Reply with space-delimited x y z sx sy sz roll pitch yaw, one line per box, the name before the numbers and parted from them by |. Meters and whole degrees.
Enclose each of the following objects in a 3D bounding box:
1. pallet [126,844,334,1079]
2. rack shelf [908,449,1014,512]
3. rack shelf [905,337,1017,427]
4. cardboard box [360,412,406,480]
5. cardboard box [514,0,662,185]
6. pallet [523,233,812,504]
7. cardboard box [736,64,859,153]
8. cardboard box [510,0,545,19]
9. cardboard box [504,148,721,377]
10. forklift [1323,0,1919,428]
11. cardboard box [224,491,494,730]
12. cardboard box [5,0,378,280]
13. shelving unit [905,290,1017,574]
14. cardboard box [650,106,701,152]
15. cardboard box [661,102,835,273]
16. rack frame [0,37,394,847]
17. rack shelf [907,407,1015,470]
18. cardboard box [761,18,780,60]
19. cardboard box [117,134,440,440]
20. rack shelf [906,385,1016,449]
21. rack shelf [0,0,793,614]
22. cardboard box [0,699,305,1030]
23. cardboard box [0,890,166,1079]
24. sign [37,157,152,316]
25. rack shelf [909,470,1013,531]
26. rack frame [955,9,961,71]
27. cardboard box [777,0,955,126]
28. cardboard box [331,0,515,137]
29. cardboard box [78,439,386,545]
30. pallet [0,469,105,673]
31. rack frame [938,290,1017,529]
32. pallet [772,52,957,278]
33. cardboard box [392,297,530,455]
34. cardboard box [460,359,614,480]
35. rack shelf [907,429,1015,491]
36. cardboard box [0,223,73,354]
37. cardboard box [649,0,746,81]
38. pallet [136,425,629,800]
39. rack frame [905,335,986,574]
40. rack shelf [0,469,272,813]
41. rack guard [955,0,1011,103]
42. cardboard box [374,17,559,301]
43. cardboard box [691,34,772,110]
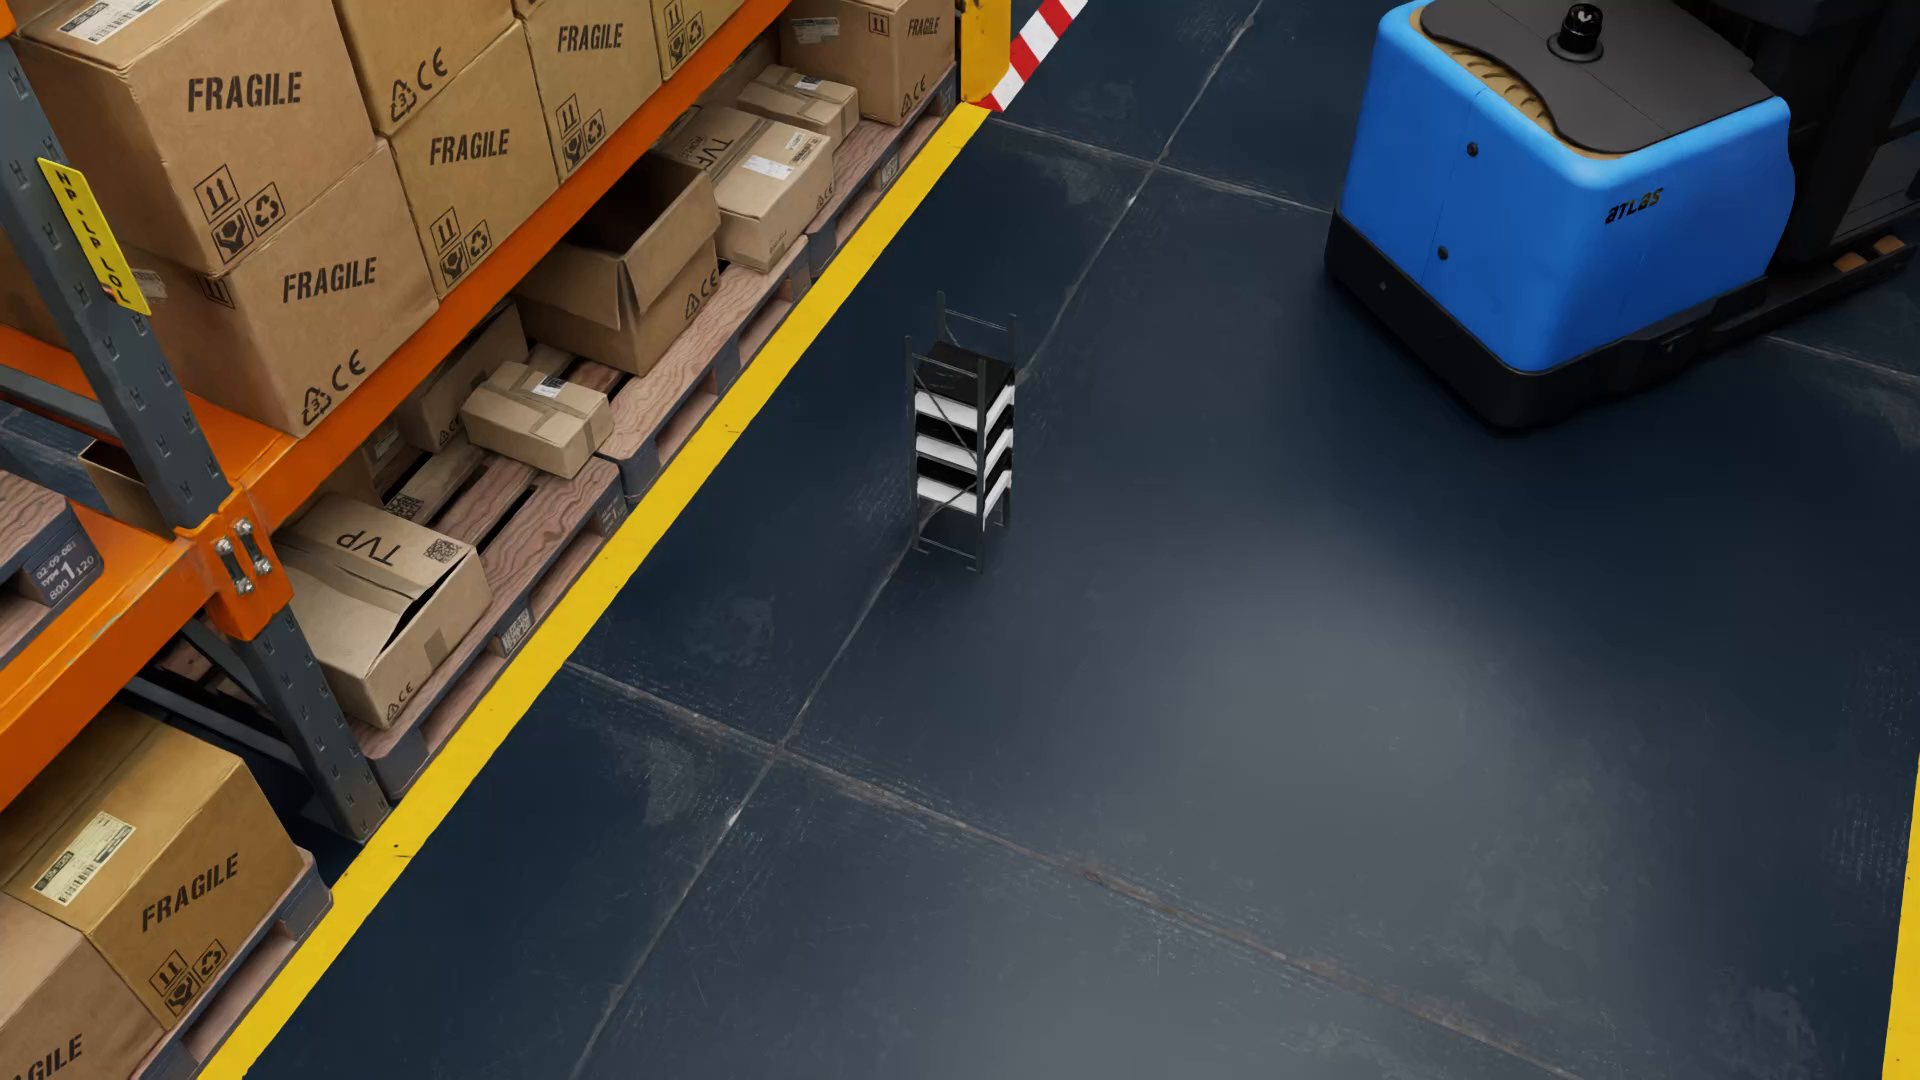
pallet | -2.363 1.135 4.146 1.003 0.211 1.213 20 52 16
rack shelf | 0.003 -0.217 5.006 0.258 0.077 0.200 20 52 16
rack shelf | 0.003 -0.451 4.732 0.258 0.077 0.200 20 52 16
cardboard box | -1.957 -0.322 5.138 0.380 0.149 0.250 20 52 16
cardboard box | -1.154 -1.333 4.349 0.500 0.500 0.500 20 52 16
pallet | -1.236 -0.753 5.752 1.003 0.211 1.213 20 52 16
cardboard box | -0.605 -1.616 6.227 0.380 0.166 0.250 20 52 16
cardboard box | -1.154 -1.640 3.953 0.500 0.500 0.500 18 52 15
cardboard box | -1.252 -0.970 5.456 0.797 0.503 0.637 20 52 16
forklift | 2.856 -2.148 5.153 3.031 2.935 1.130 -23 53 -18
cardboard box | -1.675 0.169 4.613 0.500 0.311 0.500 20 52 16
cardboard box | -1.594 -0.930 3.350 0.500 0.500 0.500 21 53 17
shelving unit | 0.003 -0.297 4.912 0.258 0.900 0.210 20 52 16
cardboard box | -1.257 -1.376 5.968 0.500 0.250 0.500 20 52 16
cardboard box | -0.784 -1.248 5.859 0.500 0.250 0.500 20 52 16
rack frame | -2.050 -0.341 3.571 1.000 3.000 0.127 20 52 16
rack shelf | 0.003 -0.334 4.869 0.258 0.077 0.200 20 52 16
cardboard box | -0.938 -1.971 6.529 0.380 0.166 0.250 20 52 16
cardboard box | -1.586 -0.636 3.756 0.500 0.500 0.500 21 53 17
rack shelf | 0.003 -0.392 4.800 0.258 0.077 0.200 20 52 16
rack shelf | -1.196 -1.485 5.016 1.077 0.370 4.000 20 52 16
cardboard box | -2.002 0.760 3.987 0.500 0.500 0.500 20 52 16
cardboard box | -2.221 1.097 3.699 0.500 0.500 0.500 20 52 16
sign | -1.547 -0.538 2.978 0.100 0.325 0.005 20 52 16
rack shelf | 0.003 -0.159 5.075 0.258 0.077 0.200 20 52 16
rack frame | -0.341 -3.095 5.914 1.000 3.000 0.127 20 52 16
cardboard box | -0.351 -1.973 6.312 0.500 0.500 0.500 20 52 16
cardboard box | -1.374 -1.286 3.652 0.500 0.500 0.500 18 52 15
cardboard box | -2.063 -0.158 4.767 0.500 0.500 0.500 20 52 16
pallet | -2.490 0.236 3.206 1.003 0.211 1.213 20 52 16
rack frame | 0.047 -0.367 4.972 0.240 0.900 0.006 20 52 16
pallet | -0.713 -1.590 6.465 1.003 0.211 1.213 20 52 16
cardboard box | -1.743 -0.613 5.279 0.500 0.311 0.500 20 52 16
cardboard box | -1.315 -0.383 5.178 0.380 0.166 0.250 20 52 16
rack shelf | 0.003 -0.276 4.937 0.258 0.077 0.200 20 52 16
cardboard box | -2.068 -0.801 3.896 0.500 0.500 0.500 21 53 17
cardboard box | -0.938 -1.684 4.647 0.500 0.500 0.500 19 52 16
pallet | -1.756 0.090 5.035 1.003 0.211 1.213 20 52 16
rack frame | -0.040 -0.227 4.852 0.240 0.900 0.006 20 52 16
rack shelf | -2.904 1.269 2.673 1.077 0.370 4.000 20 52 16
rack guard | -0.374 -2.233 6.822 1.175 0.500 0.348 20 52 16
cardboard box | -1.370 -0.989 4.057 0.500 0.500 0.500 21 53 17
cardboard box | -1.044 -1.720 6.261 0.500 0.250 0.500 20 52 16
